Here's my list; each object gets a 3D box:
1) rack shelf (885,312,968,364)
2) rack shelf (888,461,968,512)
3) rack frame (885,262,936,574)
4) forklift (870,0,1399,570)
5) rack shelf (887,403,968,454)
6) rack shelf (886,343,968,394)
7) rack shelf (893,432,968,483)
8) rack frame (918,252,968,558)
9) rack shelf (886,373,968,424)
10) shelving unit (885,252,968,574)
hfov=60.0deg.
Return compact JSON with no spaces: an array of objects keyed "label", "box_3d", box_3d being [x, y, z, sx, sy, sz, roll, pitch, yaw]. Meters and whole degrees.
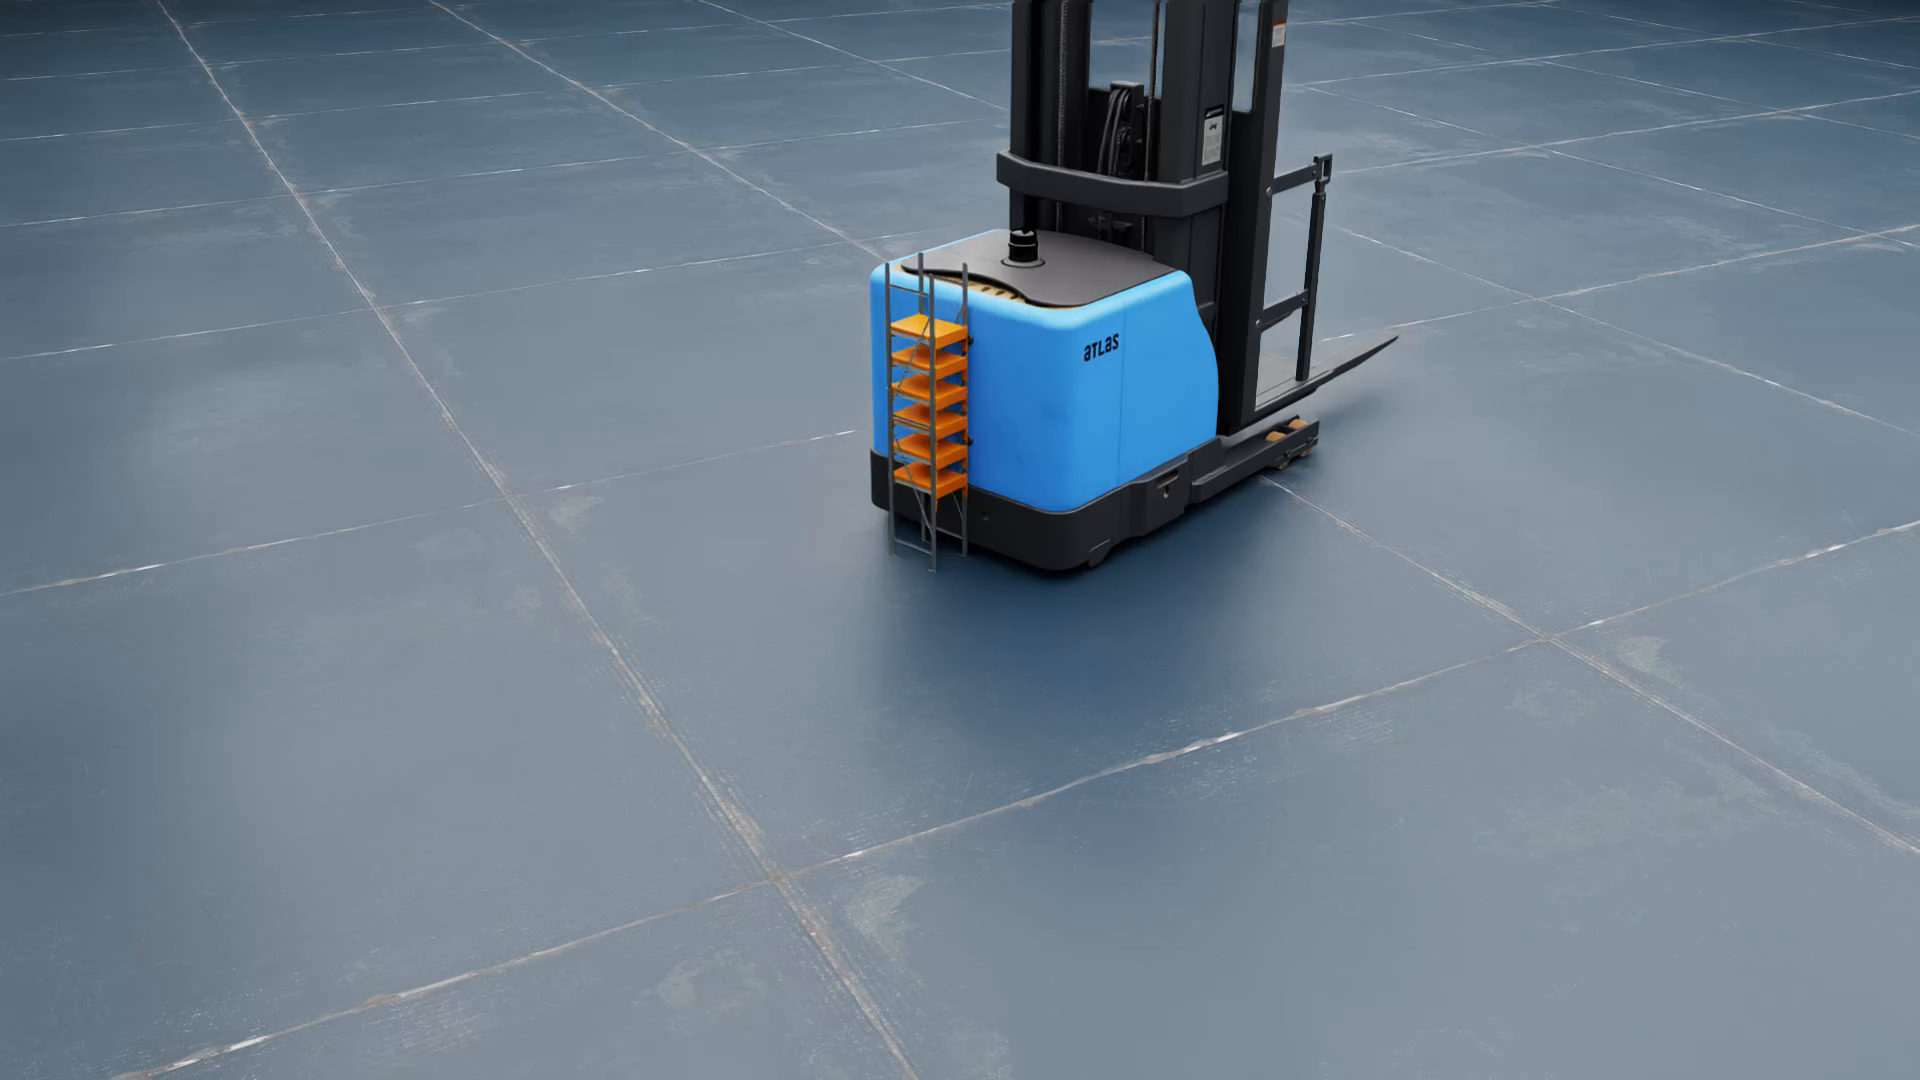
[{"label":"rack shelf","box_3d":[-0.124,-0.758,6.213,0.258,0.103,0.180,21,32,36]},{"label":"rack shelf","box_3d":[-0.124,-0.217,6.473,0.258,0.103,0.180,21,32,36]},{"label":"rack frame","box_3d":[-0.184,-0.443,6.287,0.240,1.200,0.006,21,32,36]},{"label":"forklift","box_3d":[0.977,-1.764,7.038,1.130,2.935,3.031,21,32,36]},{"label":"rack shelf","box_3d":[-0.124,-0.433,6.369,0.258,0.103,0.180,21,32,36]},{"label":"rack shelf","box_3d":[-0.124,-0.650,6.265,0.258,0.103,0.180,21,32,36]},{"label":"rack shelf","box_3d":[-0.124,-0.325,6.421,0.258,0.103,0.180,21,32,36]},{"label":"rack frame","box_3d":[-0.064,-0.503,6.412,0.240,1.200,0.006,21,32,36]},{"label":"rack shelf","box_3d":[-0.124,-0.541,6.317,0.258,0.103,0.180,21,32,36]},{"label":"shelving unit","box_3d":[-0.124,-0.473,6.350,0.258,1.200,0.189,21,32,36]}]
